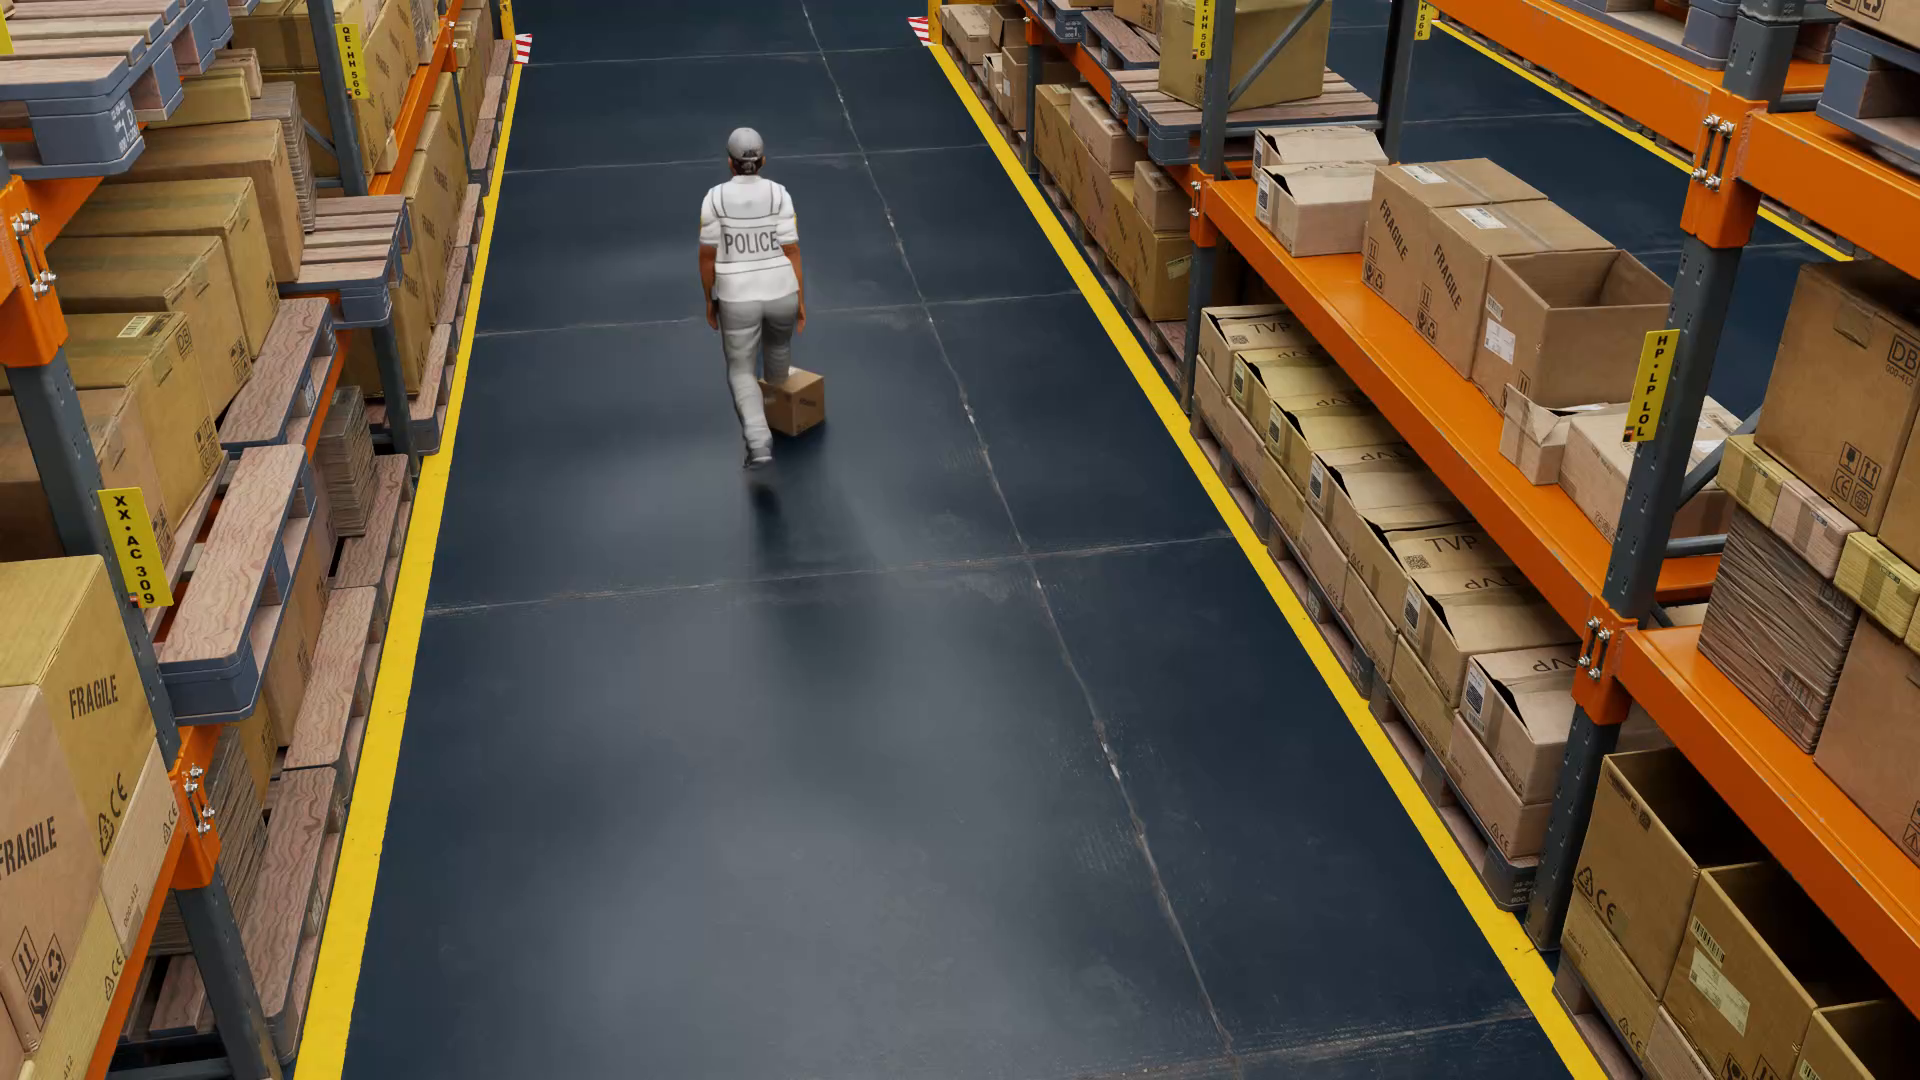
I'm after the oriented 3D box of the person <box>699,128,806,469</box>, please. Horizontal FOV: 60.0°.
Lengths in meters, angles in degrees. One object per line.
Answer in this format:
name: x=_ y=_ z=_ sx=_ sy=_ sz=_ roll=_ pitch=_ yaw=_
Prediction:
person: x=-1.006 y=-1.179 z=8.131 sx=0.490 sy=1.594 sz=1.024 roll=-8 pitch=32 yaw=-13
